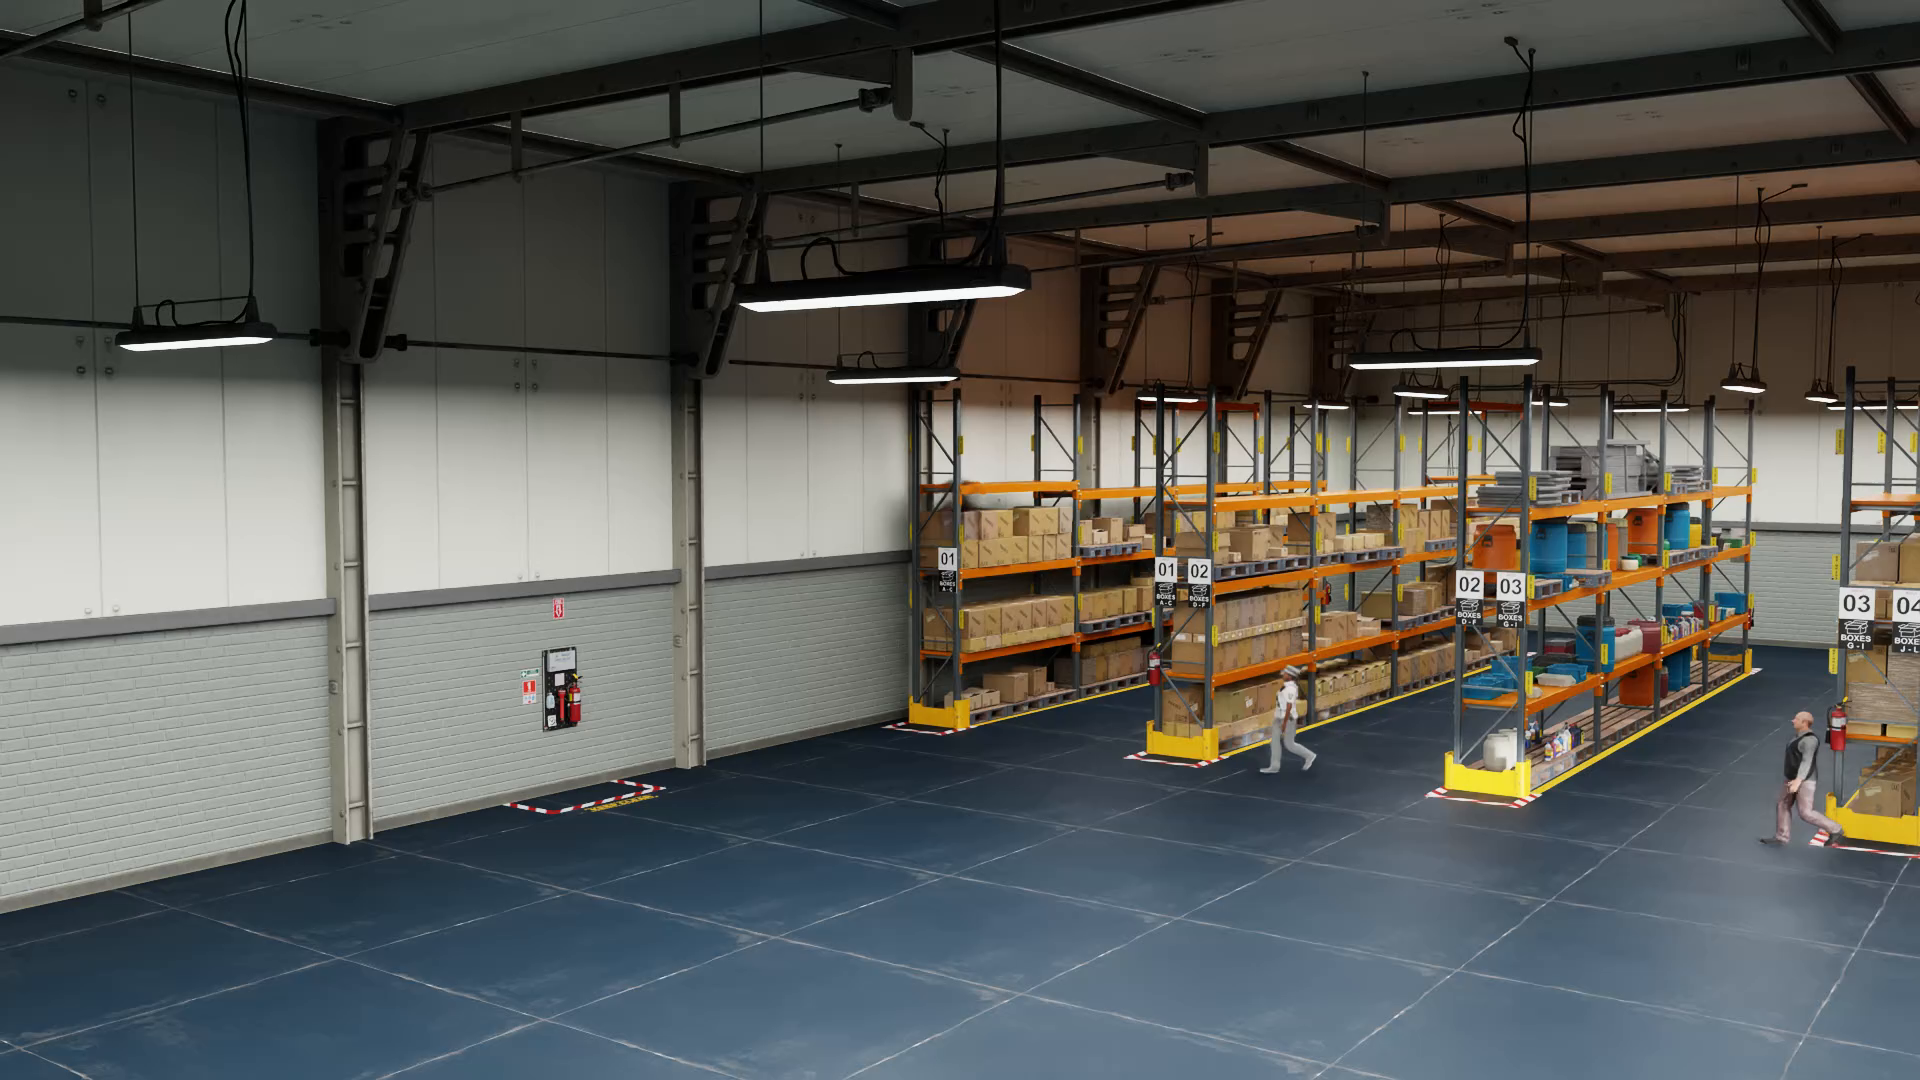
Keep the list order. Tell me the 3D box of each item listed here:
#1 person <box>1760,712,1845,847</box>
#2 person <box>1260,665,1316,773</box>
[{"bbox_3d":[10.451,3.017,20.606,0.894,1.620,0.529,0,3,8],"label":"person"},{"bbox_3d":[4.986,2.719,25.298,0.773,1.668,0.442,-1,3,-18],"label":"person"}]
